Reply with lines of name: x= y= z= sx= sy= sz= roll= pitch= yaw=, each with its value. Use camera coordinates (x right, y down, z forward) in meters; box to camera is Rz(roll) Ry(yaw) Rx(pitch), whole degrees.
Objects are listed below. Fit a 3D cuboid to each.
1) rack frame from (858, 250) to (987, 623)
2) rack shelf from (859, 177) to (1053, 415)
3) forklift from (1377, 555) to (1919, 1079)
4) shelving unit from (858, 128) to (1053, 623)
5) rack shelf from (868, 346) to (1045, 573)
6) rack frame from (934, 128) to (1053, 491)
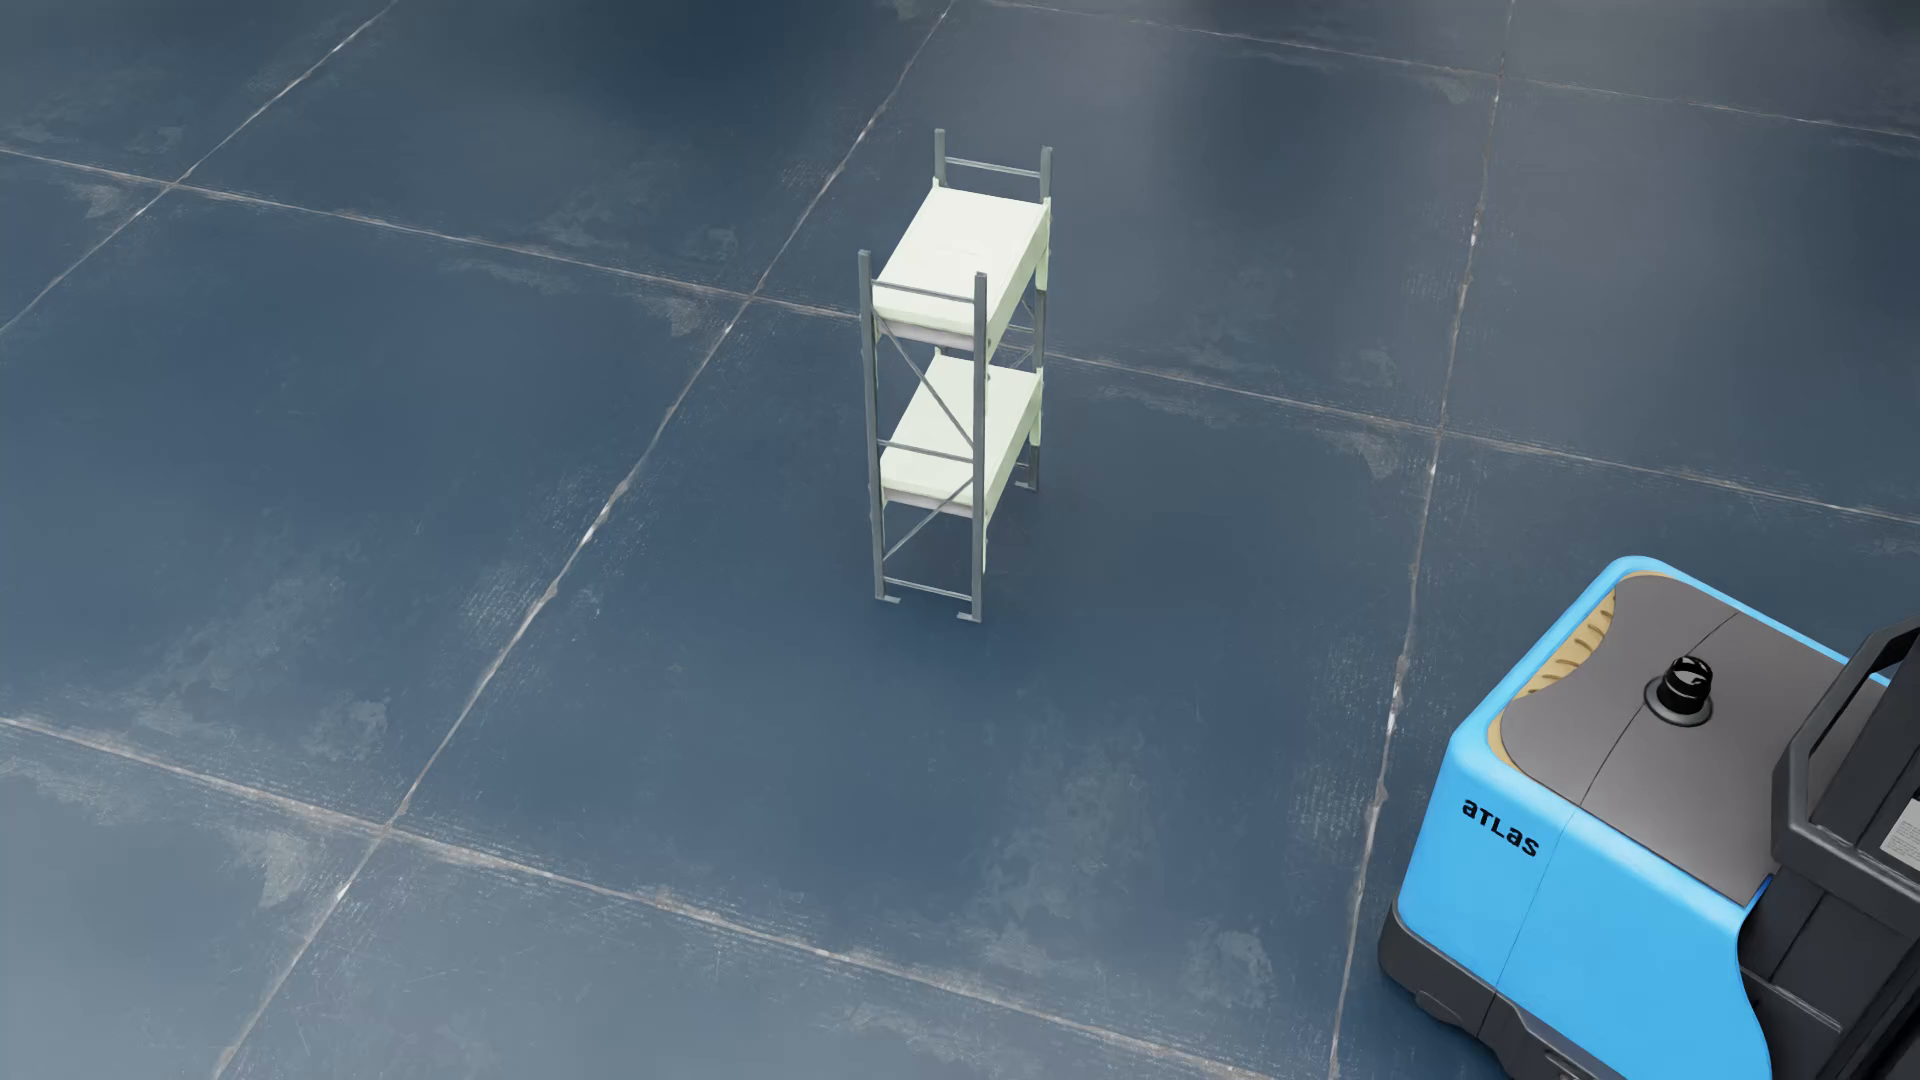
rack frame: x=-0.113 y=-0.288 z=5.472 sx=0.400 sy=1.500 sz=0.023 roll=13 pitch=46 yaw=12
rack shelf: x=-0.002 y=-0.811 z=5.448 sx=0.431 sy=0.370 sz=0.720 roll=13 pitch=46 yaw=12
forklift: x=2.649 y=0.689 z=3.451 sx=3.031 sy=2.935 sz=1.130 roll=33 pitch=53 yaw=29
shelving unit: x=-0.002 y=-0.532 z=5.721 sx=0.431 sy=1.500 sz=0.755 roll=13 pitch=46 yaw=12
rack shelf: x=-0.002 y=-0.299 z=5.949 sx=0.431 sy=0.370 sz=0.720 roll=13 pitch=46 yaw=12
rack frame: x=0.109 y=-0.776 z=5.970 sx=0.400 sy=1.500 sz=0.023 roll=13 pitch=46 yaw=12
